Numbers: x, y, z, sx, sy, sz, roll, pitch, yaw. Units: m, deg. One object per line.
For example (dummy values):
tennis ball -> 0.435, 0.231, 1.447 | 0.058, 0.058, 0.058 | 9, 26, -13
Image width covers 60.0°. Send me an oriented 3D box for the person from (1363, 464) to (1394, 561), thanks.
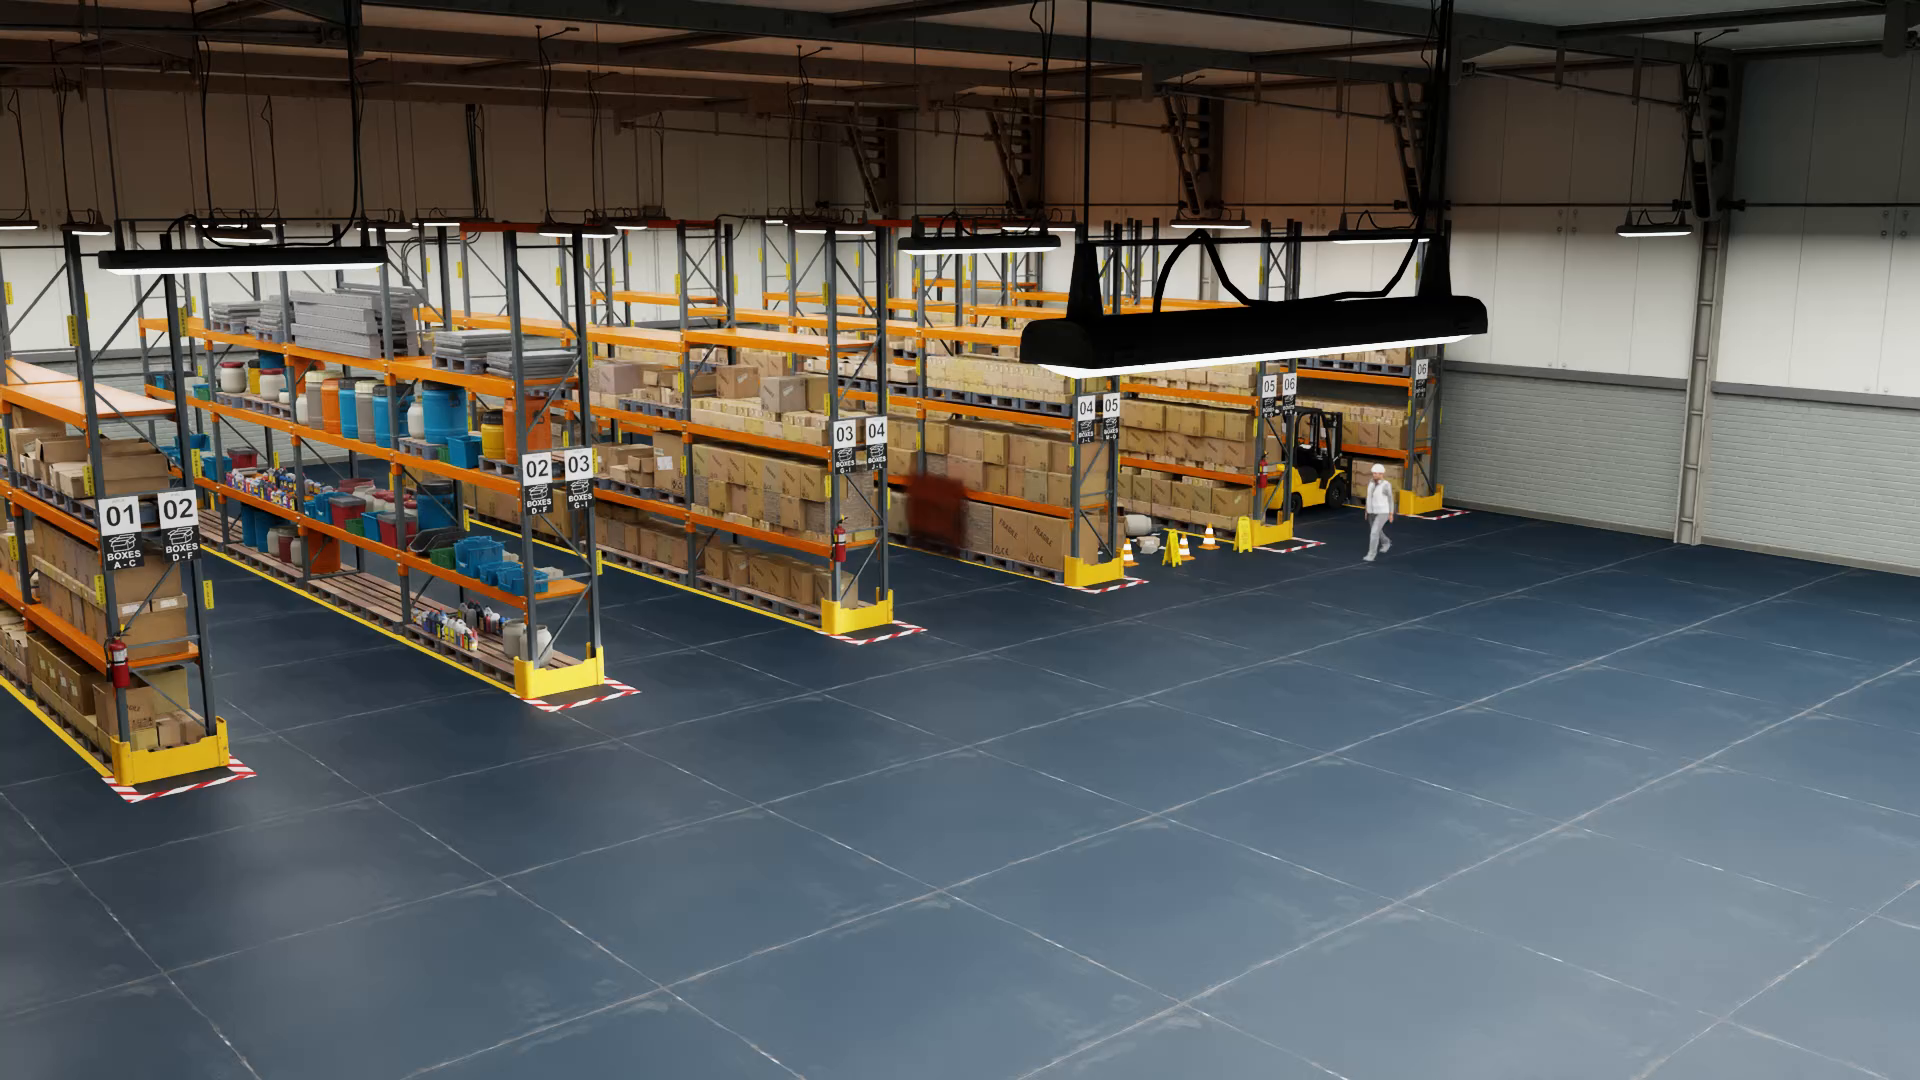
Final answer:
person -> 7.580, -0.515, 30.009 | 0.999, 1.739, 0.543 | -9, 15, -39
